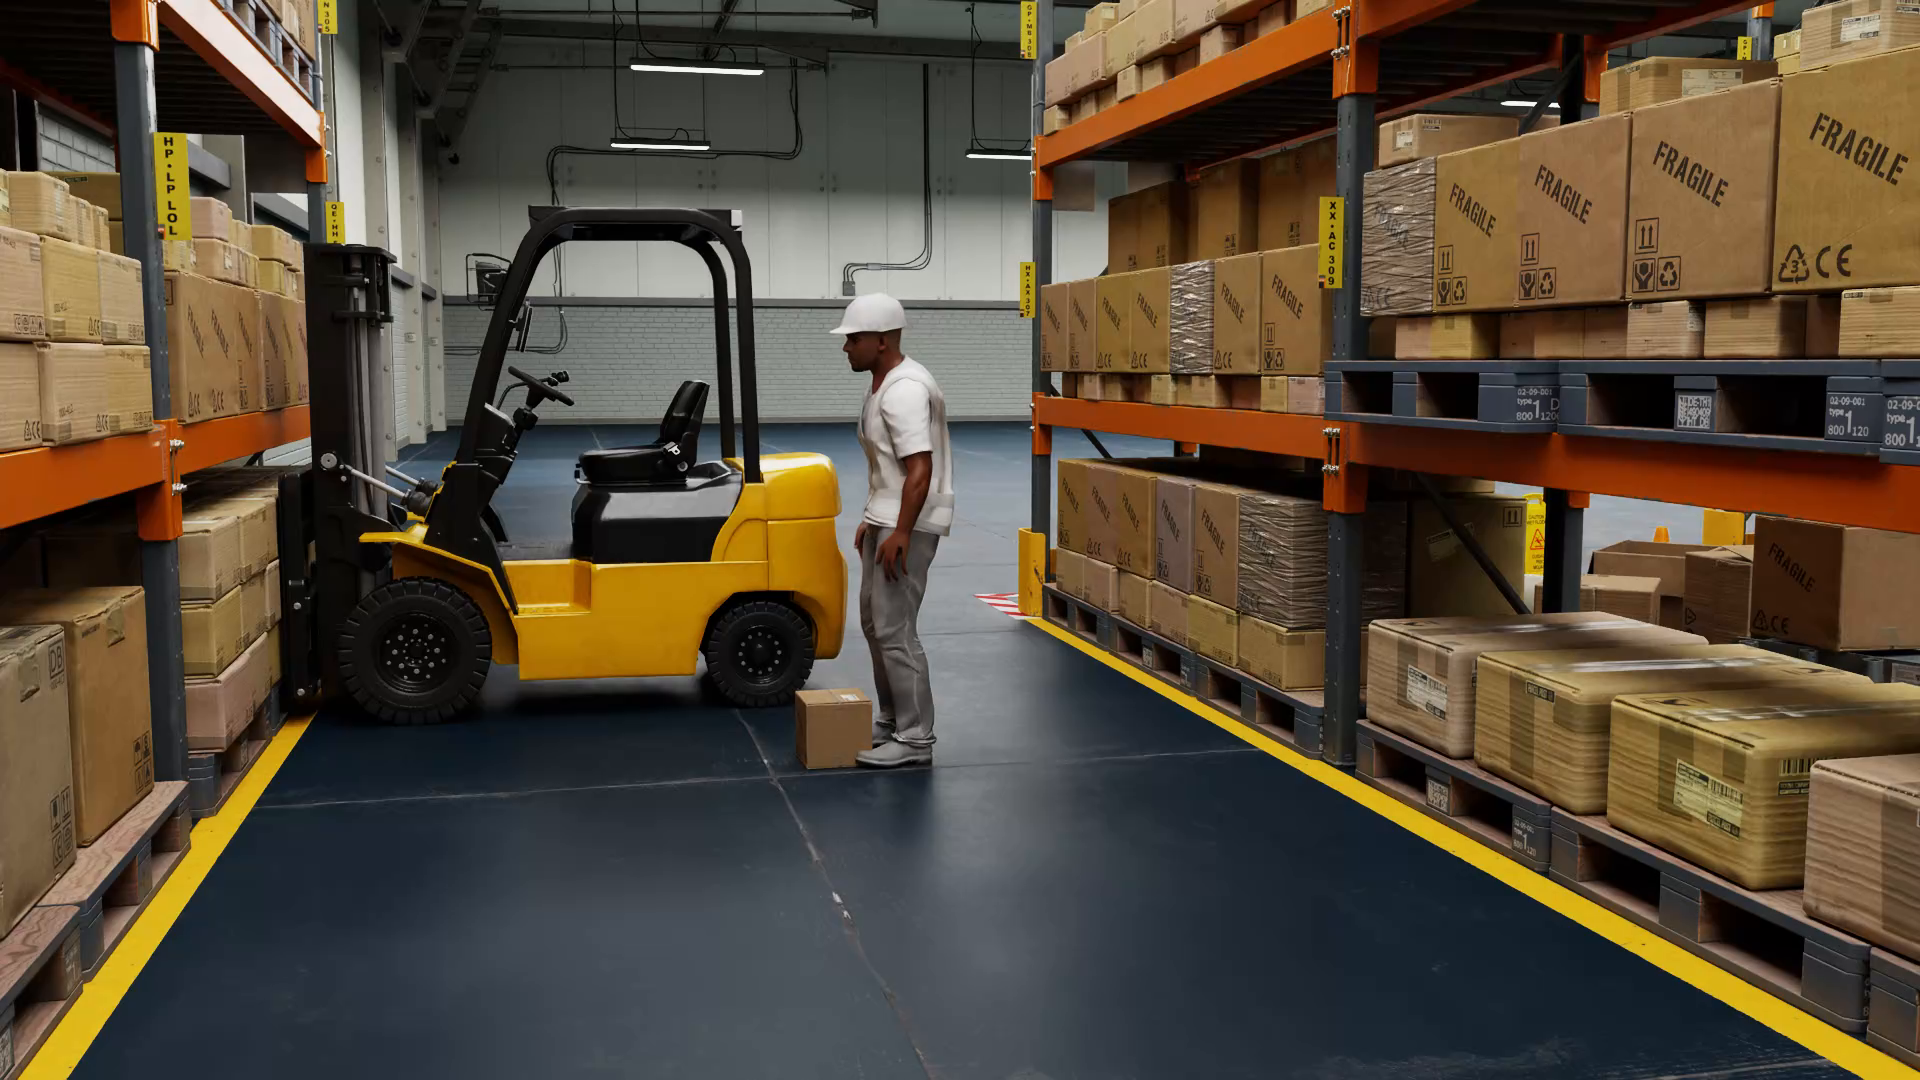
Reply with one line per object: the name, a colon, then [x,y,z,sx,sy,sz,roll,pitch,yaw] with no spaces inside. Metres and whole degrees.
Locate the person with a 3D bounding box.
person: [-0.262,-0.045,6.289,0.456,1.761,0.627,-1,6,-13]
